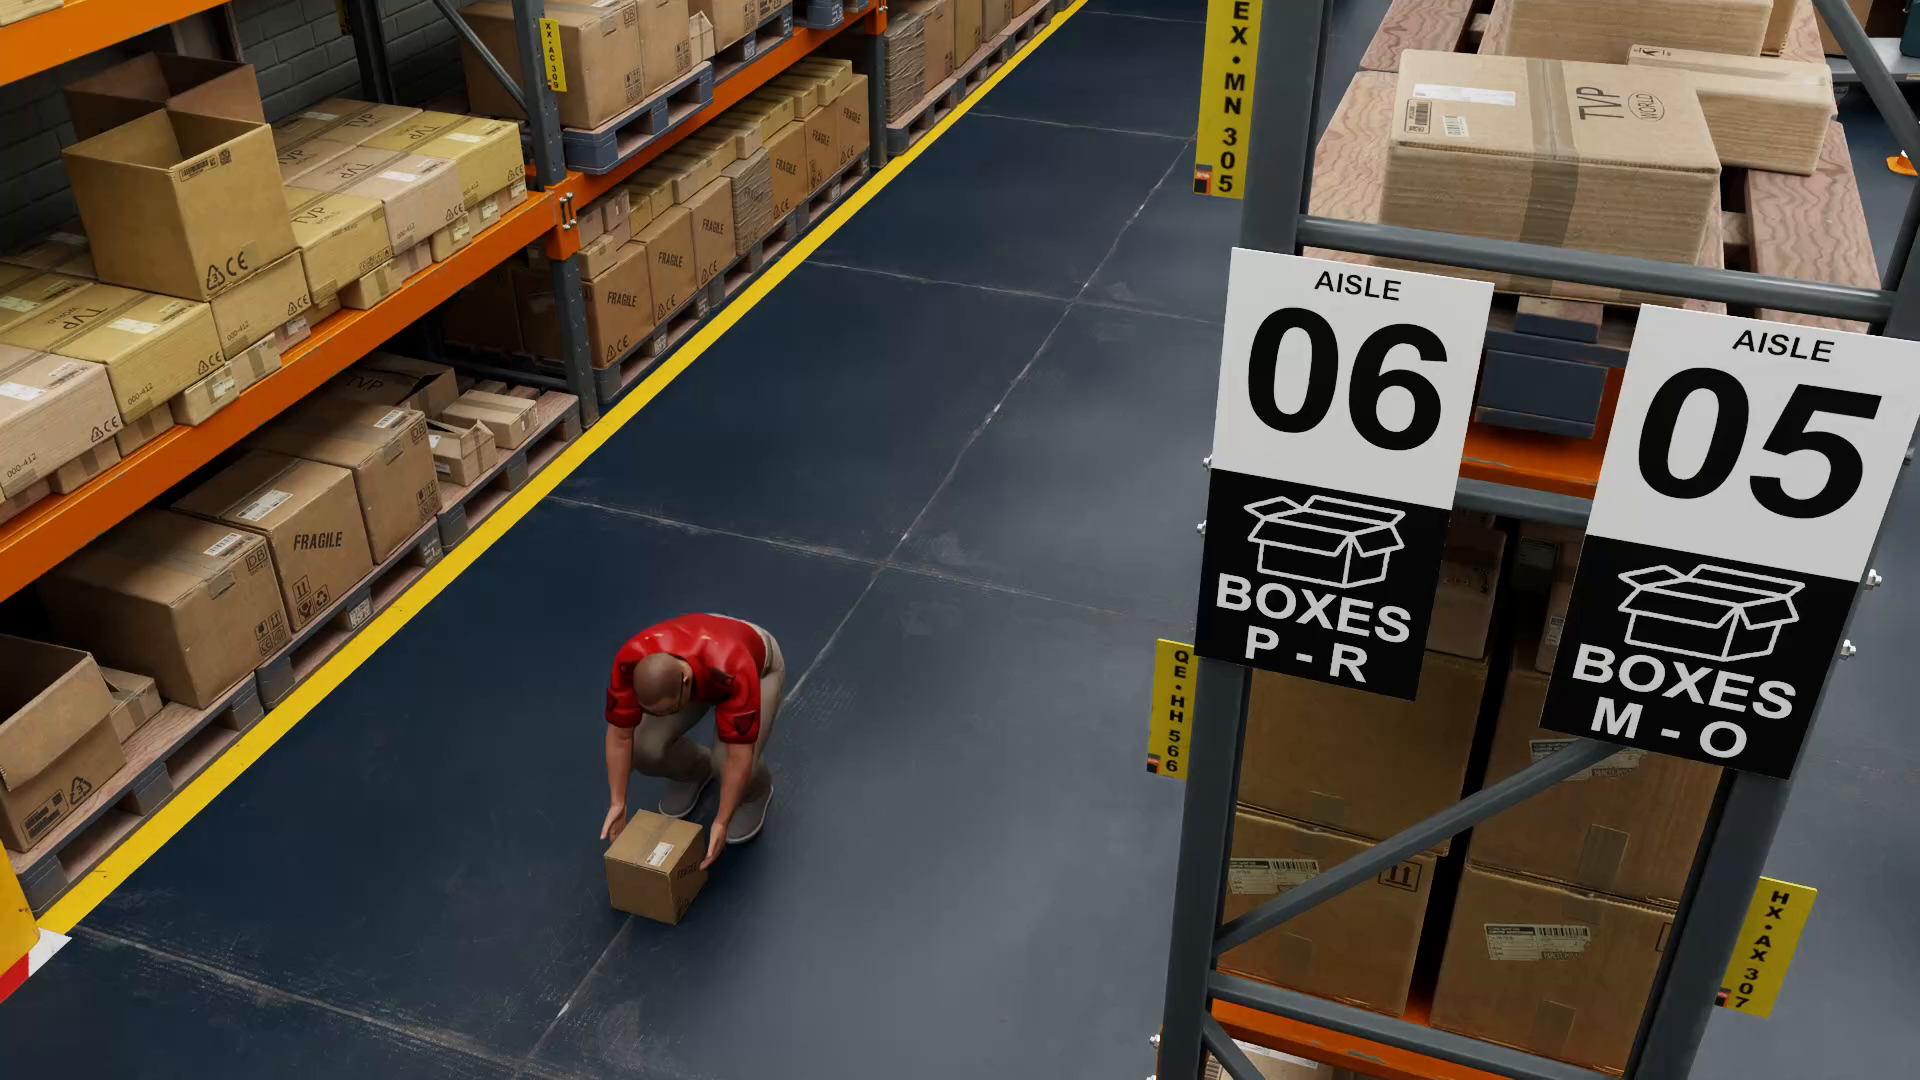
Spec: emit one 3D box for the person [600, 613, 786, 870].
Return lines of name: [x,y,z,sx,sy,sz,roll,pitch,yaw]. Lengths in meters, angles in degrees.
person: [-0.897,0.628,5.851,0.570,1.012,0.866,11,35,16]
